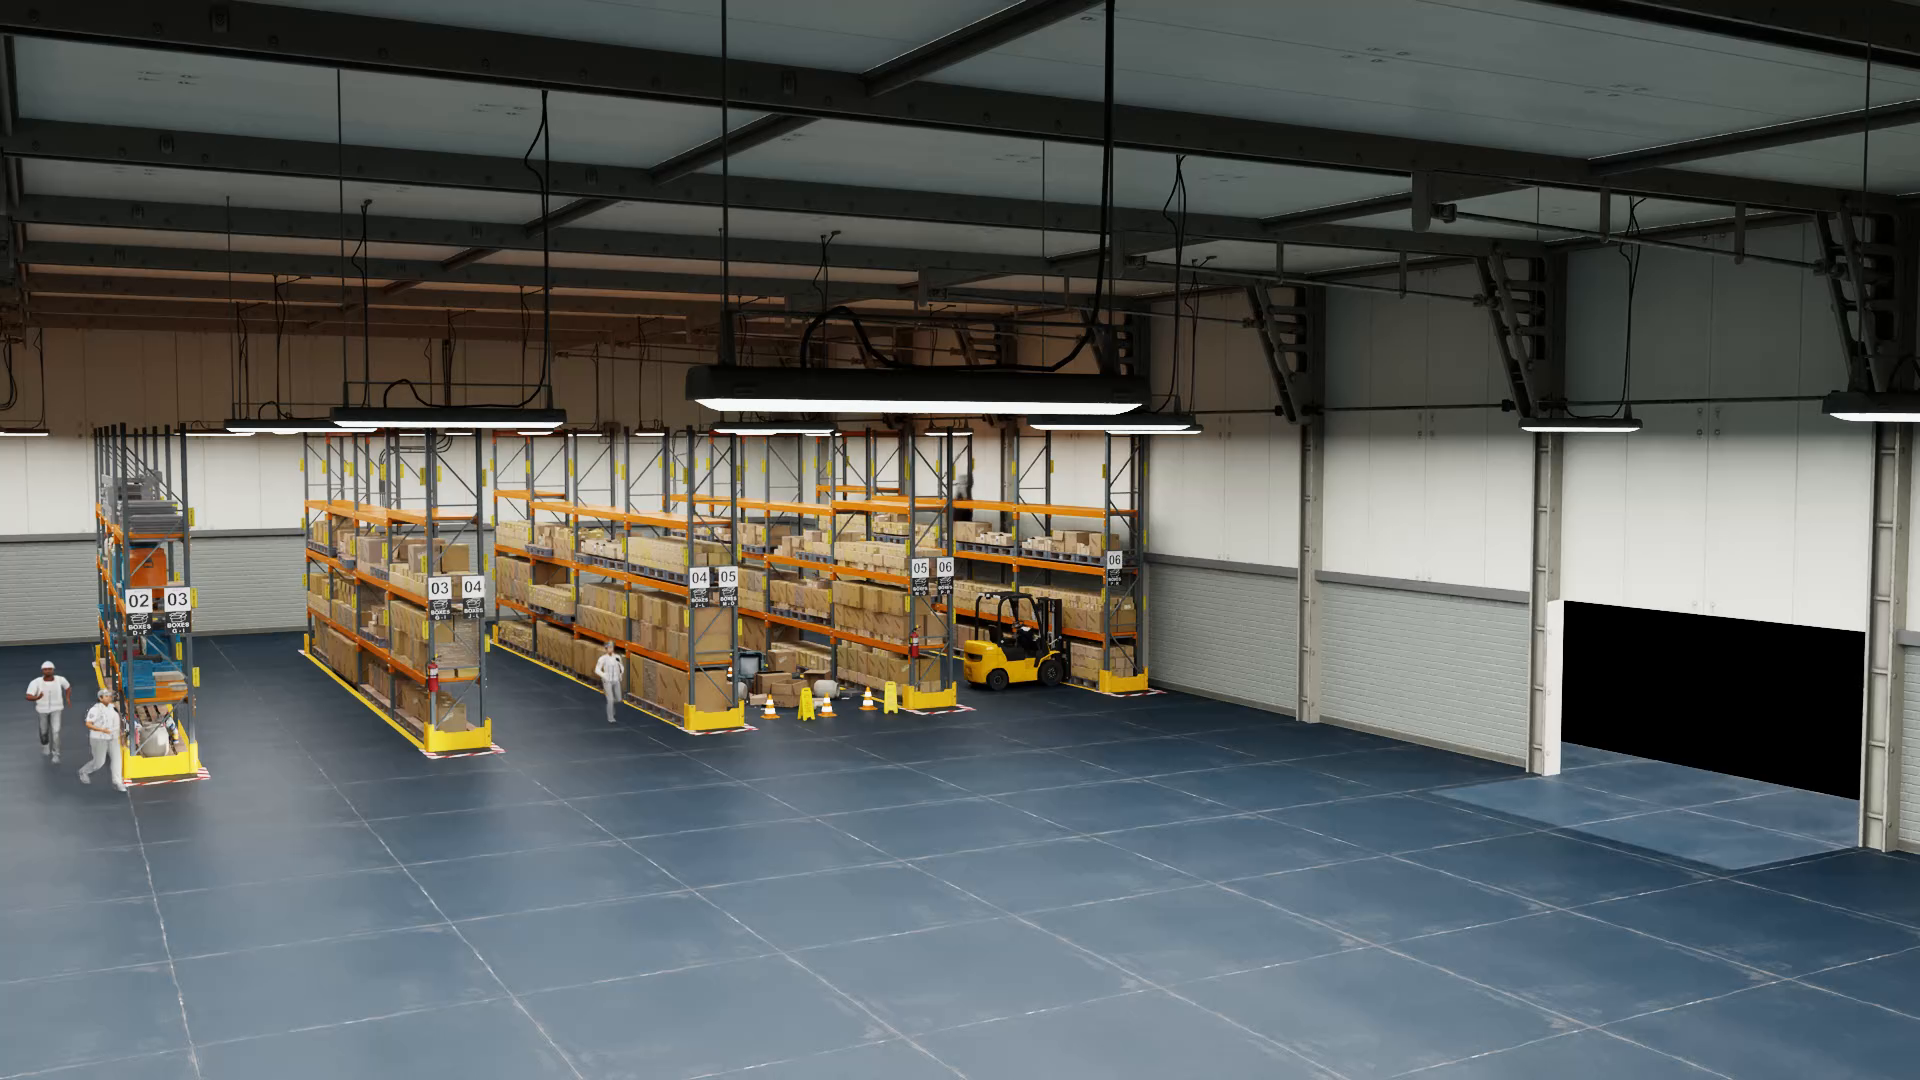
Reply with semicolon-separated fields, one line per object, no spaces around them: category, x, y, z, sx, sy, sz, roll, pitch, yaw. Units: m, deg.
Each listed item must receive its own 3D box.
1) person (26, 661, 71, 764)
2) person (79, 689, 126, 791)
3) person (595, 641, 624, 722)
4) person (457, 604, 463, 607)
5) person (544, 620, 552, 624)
person;-16.137;3.025;29.471;0.698;1.757;0.982;-2;4;-28
person;-13.944;3.257;27.142;0.935;1.641;0.642;1;4;22
person;-7.072;2.856;33.680;0.612;1.648;0.573;-2;4;-31
person;-14.045;2.017;47.031;0.714;1.773;0.668;2;4;27
person;-11.874;2.029;48.085;0.830;1.553;0.602;2;4;27
